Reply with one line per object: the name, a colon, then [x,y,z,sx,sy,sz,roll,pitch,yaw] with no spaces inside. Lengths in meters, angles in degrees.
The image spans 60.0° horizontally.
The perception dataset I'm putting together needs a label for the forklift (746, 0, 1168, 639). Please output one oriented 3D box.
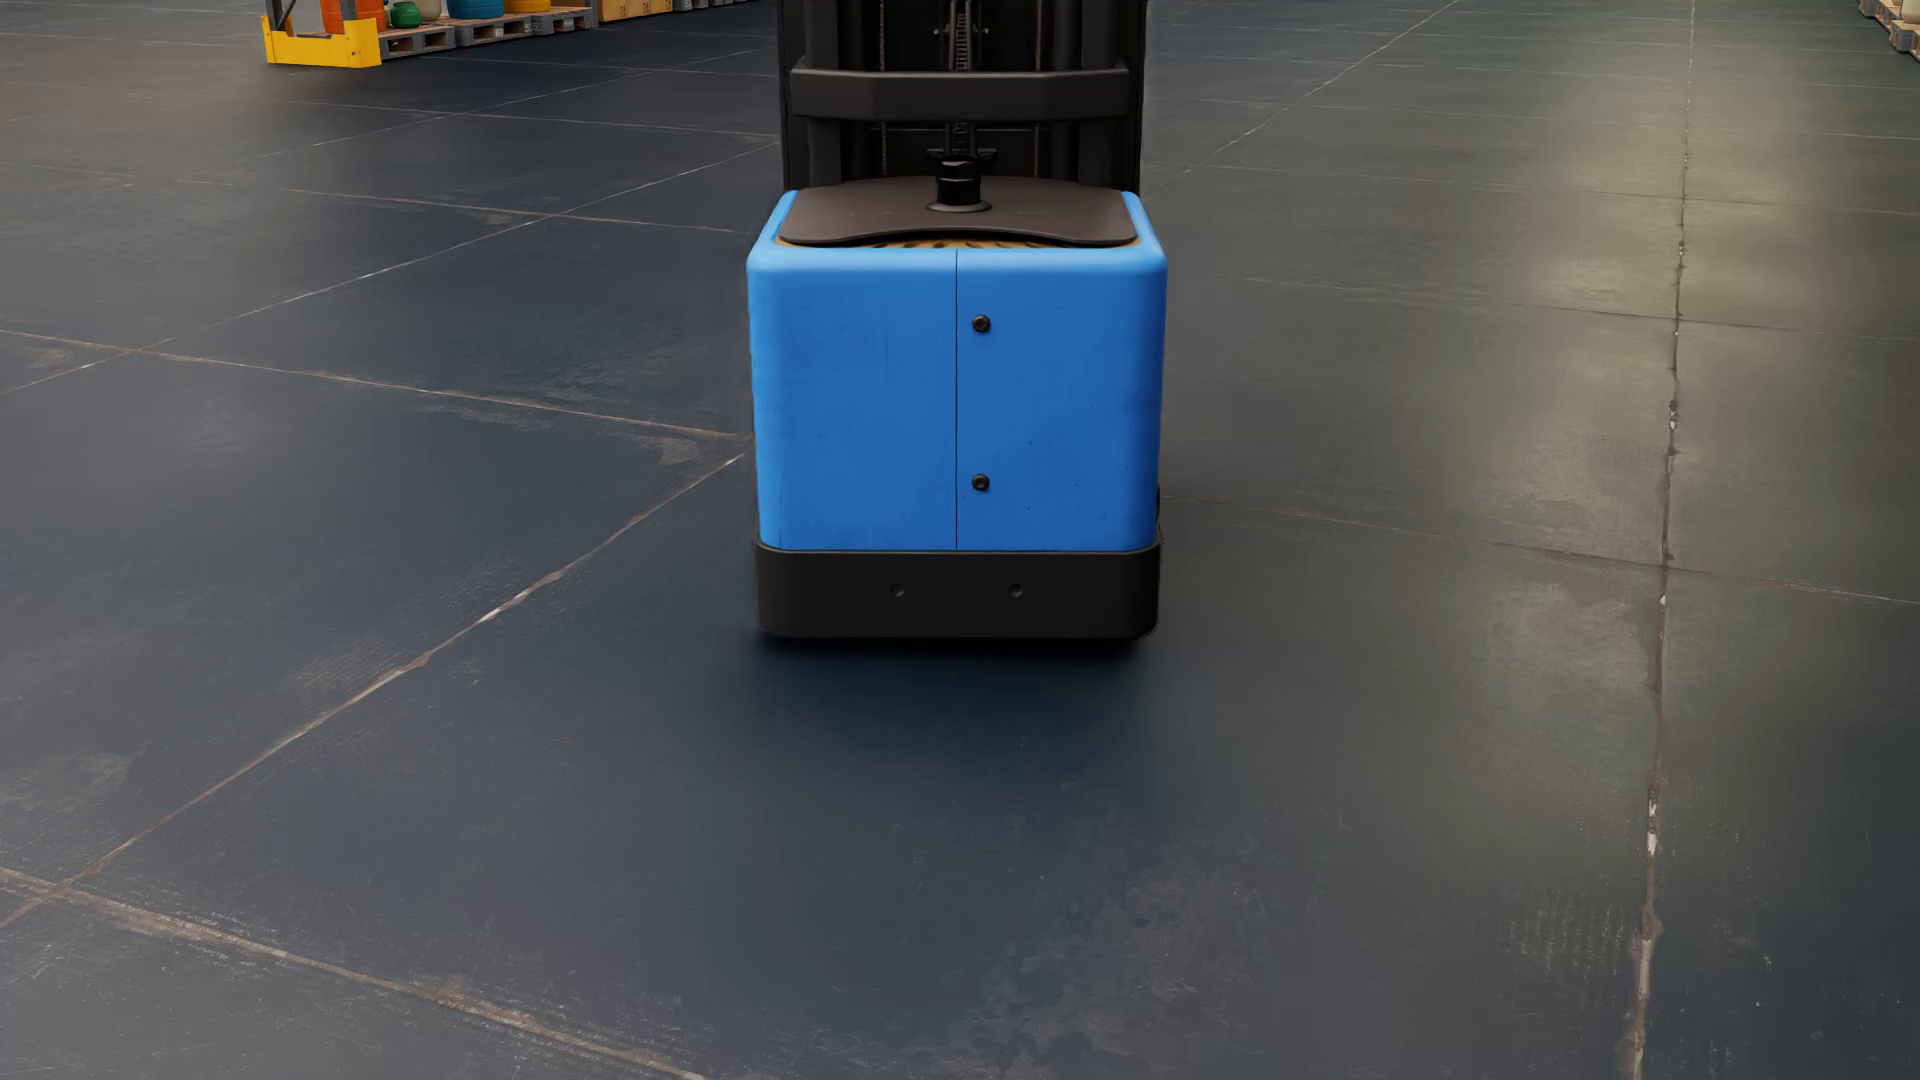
forklift: [0.006,-1.616,5.158,1.130,2.935,3.031,0,23,1]
